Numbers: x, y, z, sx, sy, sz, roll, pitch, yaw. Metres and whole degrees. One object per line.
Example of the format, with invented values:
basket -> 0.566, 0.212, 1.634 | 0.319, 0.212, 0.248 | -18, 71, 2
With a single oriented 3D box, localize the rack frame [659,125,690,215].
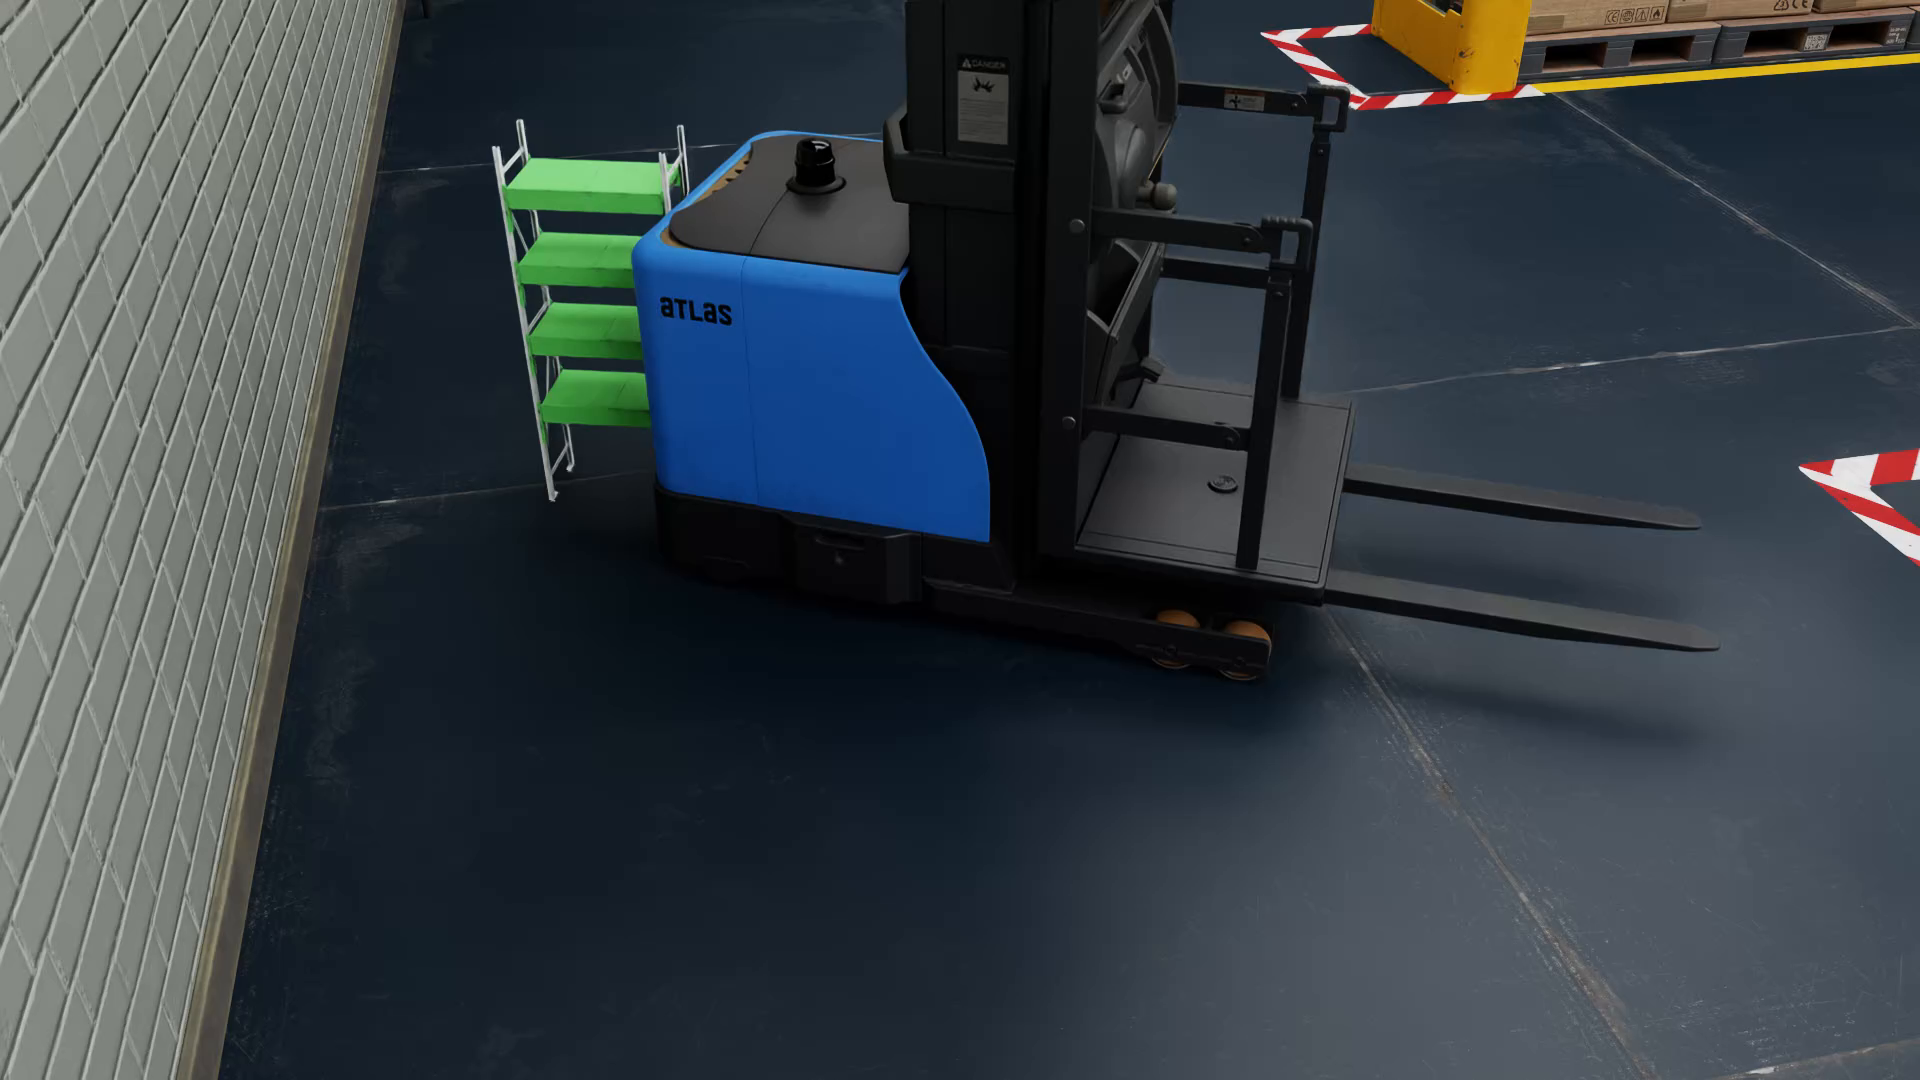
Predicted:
rack frame -> -0.839, -0.665, 5.164 | 0.015, 1.200, 0.240 | 3, 34, 5

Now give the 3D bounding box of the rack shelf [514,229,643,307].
rack shelf -> -1.082, -0.824, 5.086 | 0.480, 0.148, 0.258 | 3, 34, 5

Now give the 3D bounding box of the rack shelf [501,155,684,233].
rack shelf -> -1.082, -1.024, 4.952 | 0.480, 0.148, 0.258 | 3, 34, 5

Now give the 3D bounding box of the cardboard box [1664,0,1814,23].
cardboard box -> 4.197, -3.279, 9.367 | 0.875, 0.438, 0.875 | -6, 34, -9

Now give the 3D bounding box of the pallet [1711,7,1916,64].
pallet -> 4.634, -3.047, 9.601 | 1.213, 0.211, 1.003 | -7, 35, -11

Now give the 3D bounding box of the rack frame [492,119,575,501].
rack frame -> -1.324, -0.692, 5.204 | 0.015, 1.200, 0.240 | 3, 34, 5

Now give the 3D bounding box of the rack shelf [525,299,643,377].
rack shelf -> -1.082, -0.625, 5.220 | 0.480, 0.148, 0.258 | 3, 34, 5

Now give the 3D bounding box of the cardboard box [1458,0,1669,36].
cardboard box -> 3.306, -3.162, 9.193 | 0.875, 0.438, 0.875 | -8, 35, -12

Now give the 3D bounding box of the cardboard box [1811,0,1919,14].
cardboard box -> 5.077, -3.389, 9.531 | 0.875, 0.438, 0.875 | -8, 35, -12

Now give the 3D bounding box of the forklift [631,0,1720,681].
forklift -> 0.657, -1.154, 4.339 | 3.031, 2.935, 1.130 | 9, 35, 13

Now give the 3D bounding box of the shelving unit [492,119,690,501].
shelving unit -> -1.082, -0.678, 5.184 | 0.503, 1.200, 0.258 | 3, 34, 5

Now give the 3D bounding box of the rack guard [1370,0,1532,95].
rack guard -> 2.661, -2.875, 9.086 | 0.348, 0.500, 1.175 | -7, 35, -11

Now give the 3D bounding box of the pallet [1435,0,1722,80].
pallet -> 3.447, -2.899, 9.381 | 1.213, 0.211, 1.003 | -7, 35, -11

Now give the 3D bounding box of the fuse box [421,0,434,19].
fuse box -> -3.132, -3.835, 9.429 | 0.414, 1.711, 0.539 | -7, 35, -11

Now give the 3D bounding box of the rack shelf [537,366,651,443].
rack shelf -> -1.082, -0.426, 5.353 | 0.480, 0.148, 0.258 | 3, 34, 5

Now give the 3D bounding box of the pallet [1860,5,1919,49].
pallet -> 5.827, -3.199, 9.828 | 1.213, 0.211, 1.003 | -7, 35, -11

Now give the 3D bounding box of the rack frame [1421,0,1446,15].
rack frame -> 2.684, -3.916, 8.394 | 0.127, 3.000, 1.000 | -7, 35, -11
